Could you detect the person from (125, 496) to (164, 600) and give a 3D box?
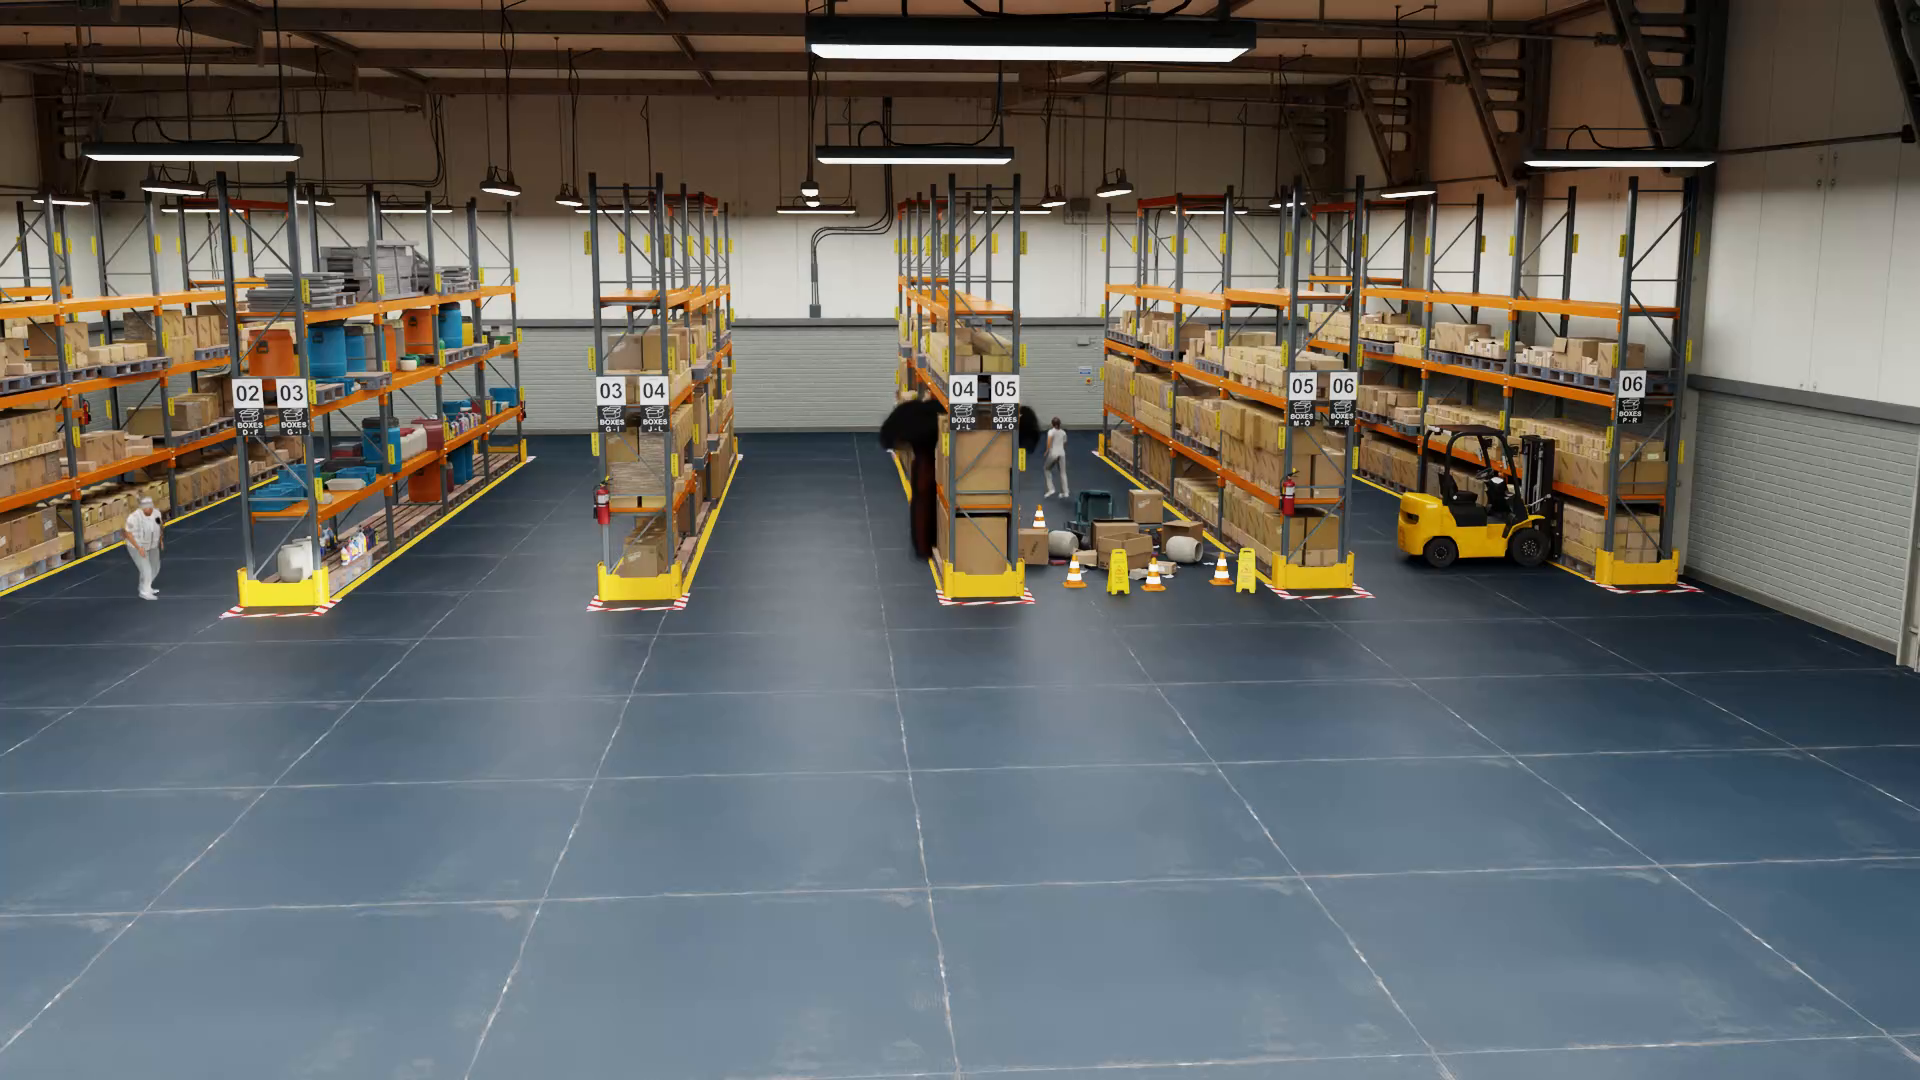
[{"bbox_3d":[-11.630,0.104,23.763,0.851,1.551,0.646,5,11,26],"label":"person"}]

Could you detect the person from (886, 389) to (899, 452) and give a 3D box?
[{"bbox_3d":[-1.415,-2.936,40.862,0.766,1.556,0.578,-3,11,-17],"label":"person"}]

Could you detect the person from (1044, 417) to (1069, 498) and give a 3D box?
[{"bbox_3d":[1.932,-1.633,33.314,0.568,1.632,0.938,-3,11,-19],"label":"person"}]

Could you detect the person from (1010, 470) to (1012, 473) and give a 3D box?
[{"bbox_3d":[1.044,-2.272,37.080,0.605,1.591,0.921,-3,10,-16],"label":"person"}]
